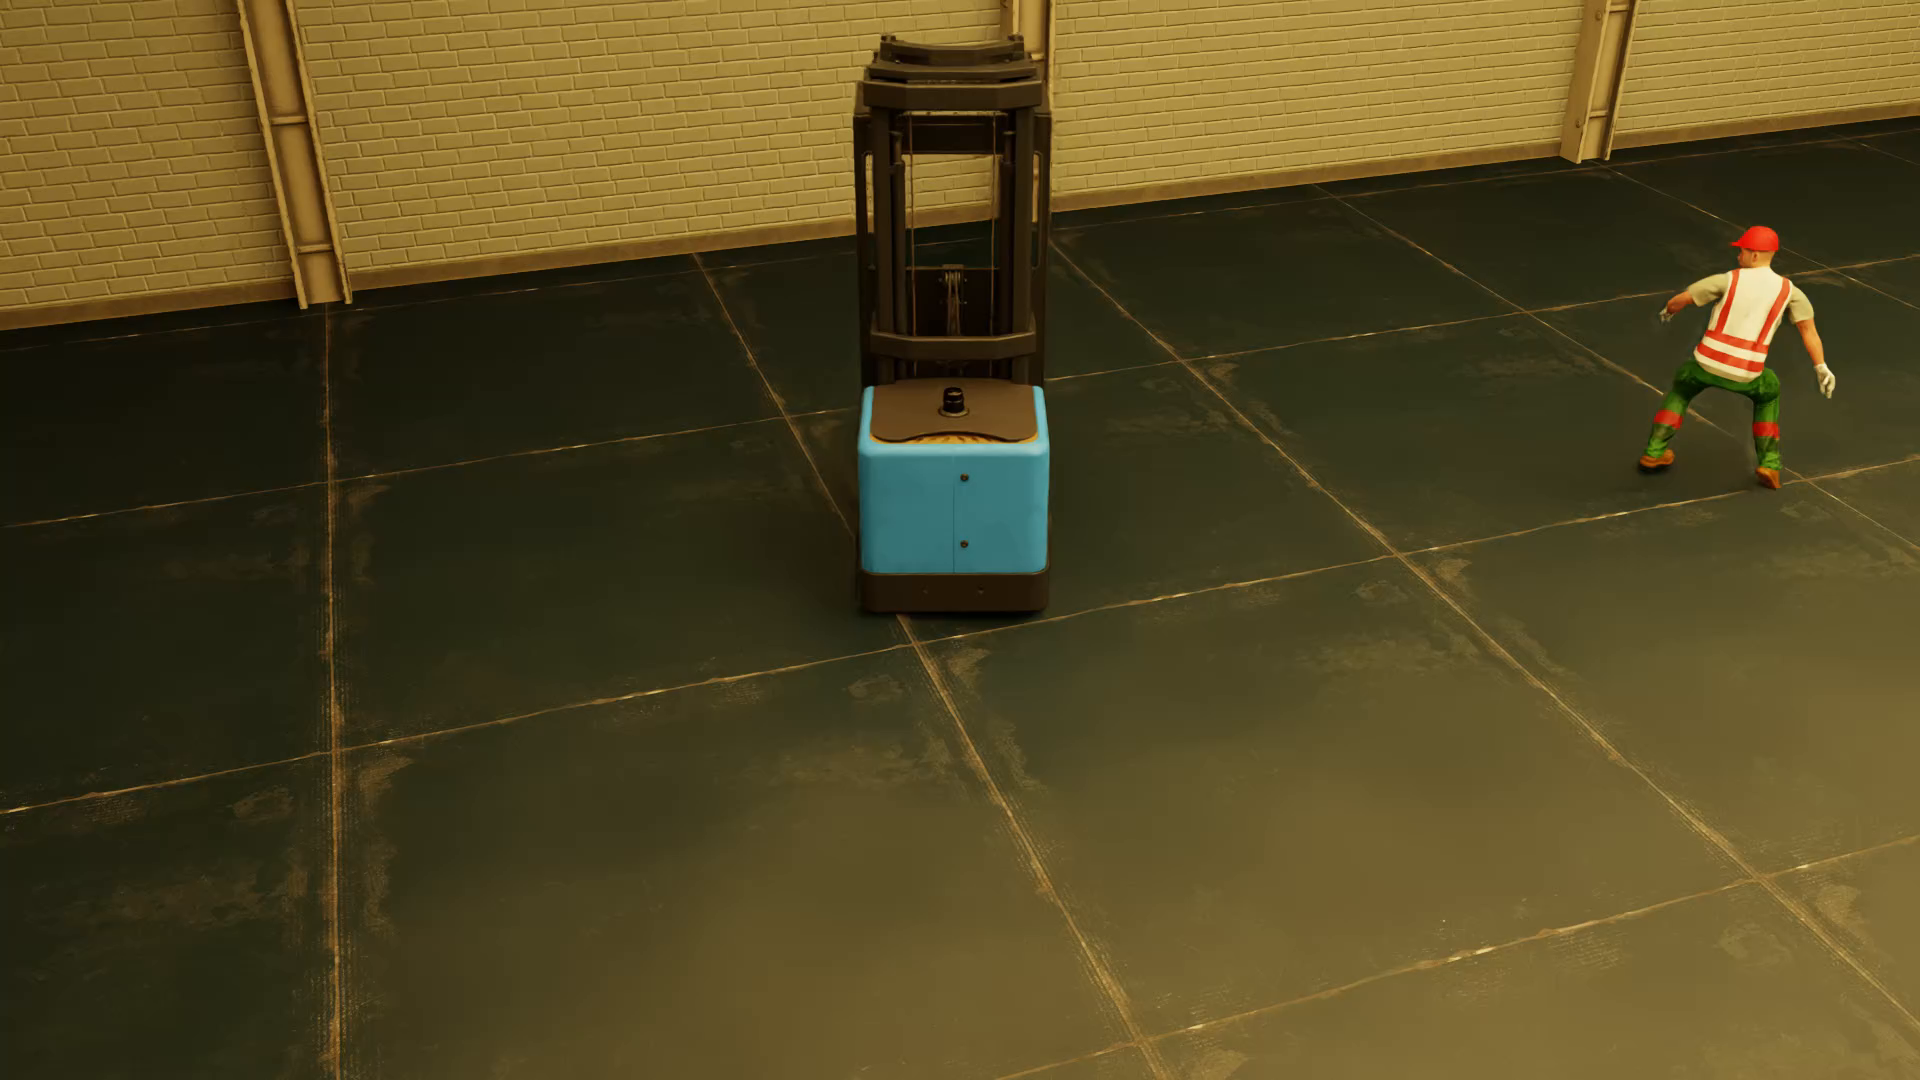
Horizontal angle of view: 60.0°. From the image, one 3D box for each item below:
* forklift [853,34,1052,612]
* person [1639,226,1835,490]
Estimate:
[{"bbox_3d":[-0.045,-1.568,9.811,1.130,2.935,3.031,0,30,0],"label":"forklift"},{"bbox_3d":[4.879,-1.088,10.394,1.067,1.698,0.574,14,33,23],"label":"person"}]
